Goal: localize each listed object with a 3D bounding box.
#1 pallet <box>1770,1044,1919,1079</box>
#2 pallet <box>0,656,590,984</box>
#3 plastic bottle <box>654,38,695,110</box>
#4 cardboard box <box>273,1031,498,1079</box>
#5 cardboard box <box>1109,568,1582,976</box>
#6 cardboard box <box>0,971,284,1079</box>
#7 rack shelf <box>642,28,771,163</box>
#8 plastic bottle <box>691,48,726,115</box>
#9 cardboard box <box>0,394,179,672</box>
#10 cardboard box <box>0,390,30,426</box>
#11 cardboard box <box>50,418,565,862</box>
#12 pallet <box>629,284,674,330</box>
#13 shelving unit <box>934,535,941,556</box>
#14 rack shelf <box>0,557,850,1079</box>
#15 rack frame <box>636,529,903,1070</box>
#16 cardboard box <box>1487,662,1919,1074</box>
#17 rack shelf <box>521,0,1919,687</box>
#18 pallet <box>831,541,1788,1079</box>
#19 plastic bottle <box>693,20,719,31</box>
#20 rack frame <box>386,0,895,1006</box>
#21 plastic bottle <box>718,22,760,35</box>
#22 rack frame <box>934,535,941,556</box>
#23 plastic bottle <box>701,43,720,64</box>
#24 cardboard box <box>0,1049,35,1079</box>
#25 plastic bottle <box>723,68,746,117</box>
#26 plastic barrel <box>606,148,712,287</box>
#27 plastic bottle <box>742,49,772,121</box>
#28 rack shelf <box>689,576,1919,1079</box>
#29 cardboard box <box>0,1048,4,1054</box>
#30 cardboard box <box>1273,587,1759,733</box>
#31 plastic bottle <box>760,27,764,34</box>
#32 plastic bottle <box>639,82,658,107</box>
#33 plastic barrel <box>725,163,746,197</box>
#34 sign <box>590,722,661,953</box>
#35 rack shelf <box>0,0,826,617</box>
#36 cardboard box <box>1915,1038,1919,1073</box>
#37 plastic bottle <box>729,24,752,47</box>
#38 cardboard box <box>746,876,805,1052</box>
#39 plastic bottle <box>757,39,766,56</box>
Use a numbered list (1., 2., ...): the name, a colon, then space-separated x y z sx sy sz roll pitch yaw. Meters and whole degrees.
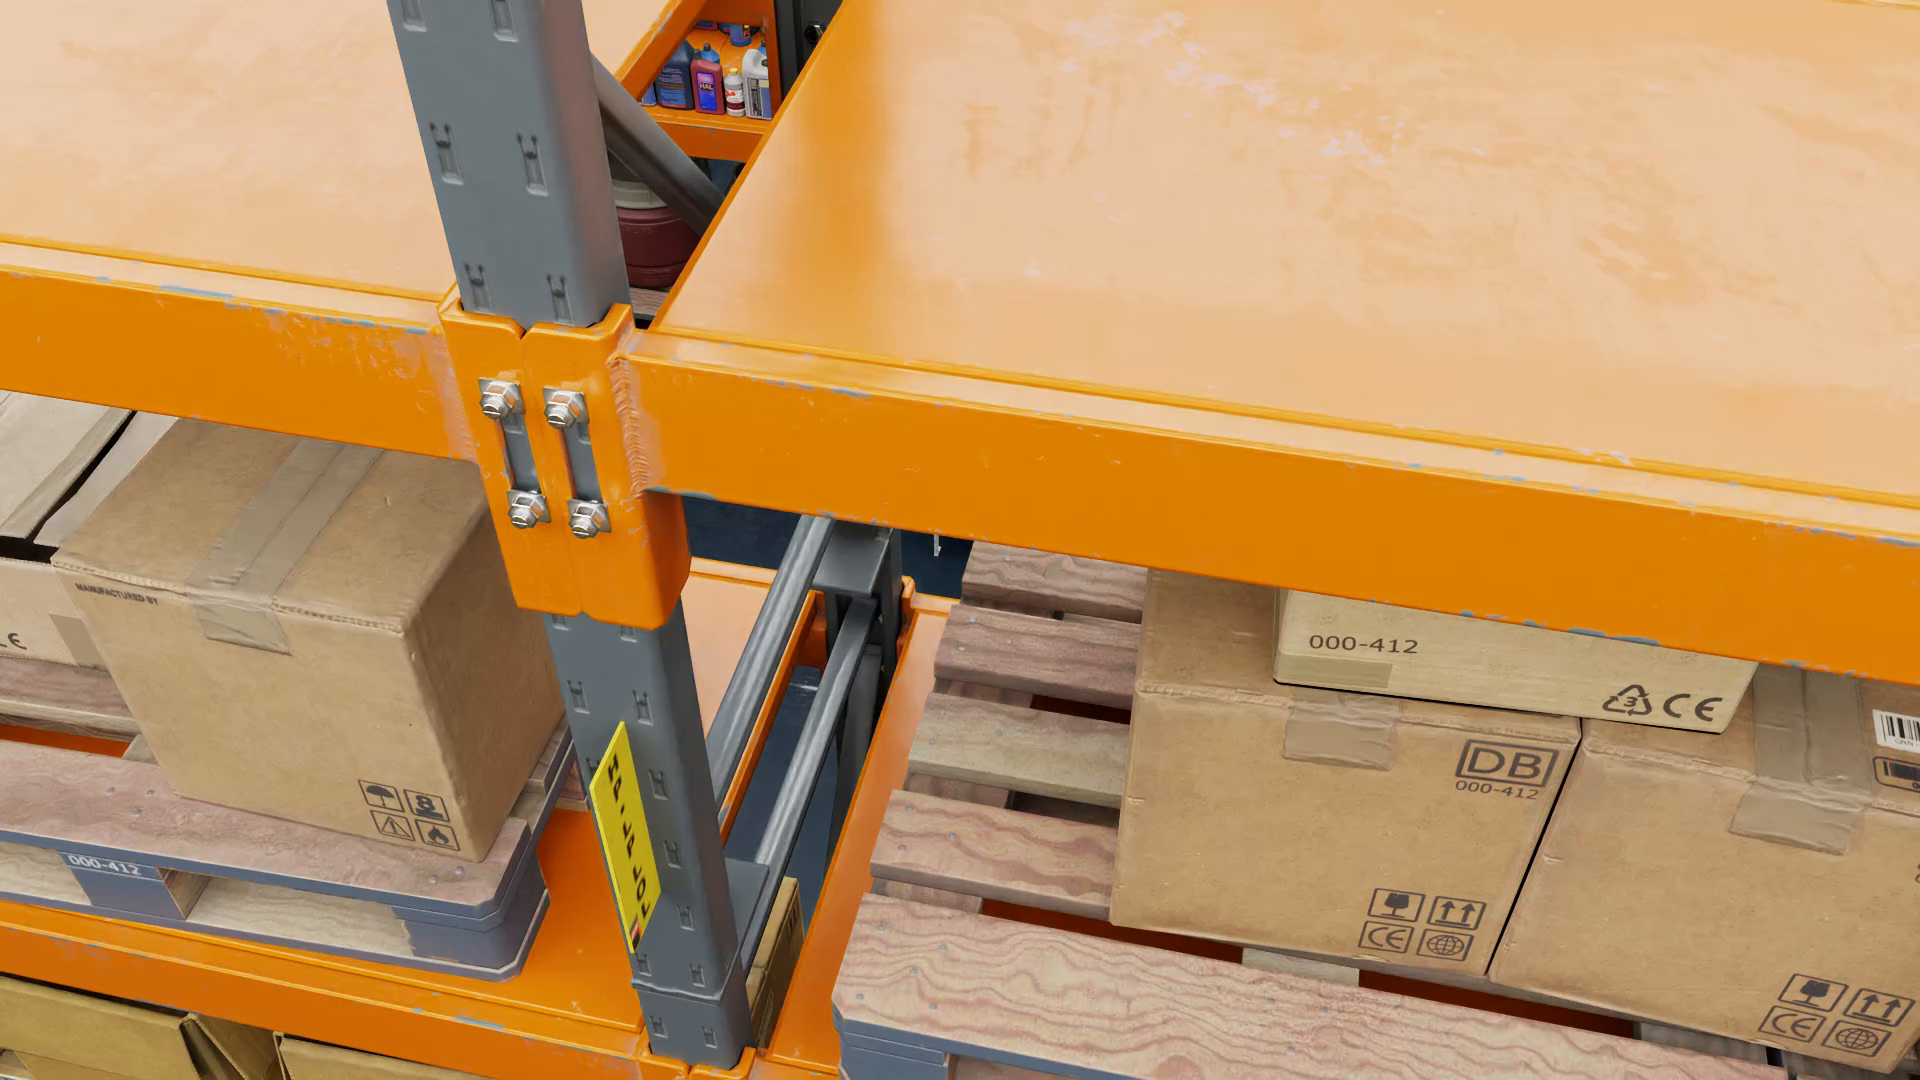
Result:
1. pallet: 1.709 0.628 2.296 1.213 0.211 1.003 9 45 9
2. pallet: -1.179 0.242 2.771 1.217 0.209 0.805 7 44 7
3. plastic bottle: -1.236 -2.060 7.222 0.185 0.351 0.144 9 45 9
4. cardboard box: -0.899 0.871 3.347 0.637 0.503 0.797 8 44 8
5. cardboard box: 0.503 0.133 2.299 0.500 0.500 0.700 6 44 7
6. cardboard box: -1.566 0.759 3.463 0.637 0.503 0.797 9 45 10
7. rack shelf: -1.144 -2.036 7.682 4.000 0.370 1.077 9 45 9
8. plastic bottle: -1.090 -1.983 7.191 0.133 0.283 0.061 9 45 9
9. cardboard box: -1.325 -0.068 2.716 0.500 0.311 0.500 7 44 8
10. cardboard box: -1.694 -0.109 2.876 0.250 0.149 0.380 7 44 7
11. cardboard box: -0.842 0.010 2.499 0.500 0.500 0.700 10 45 10
12. pallet: -1.131 -1.316 8.425 1.213 0.211 1.003 9 45 9
13. shelving unit: 0.162 -0.407 6.768 0.503 1.200 0.258 9 45 9
14. rack shelf: -2.226 0.235 3.159 4.000 0.370 1.077 9 45 9
15. rack frame: -0.274 1.359 3.635 0.127 3.000 1.000 9 45 9
16. cardboard box: 1.027 0.217 2.211 0.500 0.500 0.700 11 45 11
17. rack shelf: 1.678 -0.096 1.628 4.000 0.370 1.077 9 45 9
18. pallet: 0.522 0.441 2.489 1.213 0.211 1.003 9 45 9
19. plastic bottle: -1.195 -2.521 7.751 0.133 0.283 0.061 9 45 9
20. rack frame: -0.274 -0.802 1.555 0.127 3.000 1.000 9 45 9
21. plastic bottle: -1.036 -2.535 7.716 0.185 0.351 0.144 9 45 9
22. rack frame: -0.077 -0.444 6.806 0.015 1.200 0.240 9 45 9
23. plastic bottle: -1.090 -2.035 7.254 0.097 0.271 0.097 0 44 0
24. cardboard box: -1.783 1.283 3.642 0.500 0.500 0.500 8 45 9
25. plastic bottle: -0.973 -1.948 7.214 0.097 0.201 0.097 0 44 0
26. plastic barrel: -1.513 -1.647 8.195 0.708 0.588 0.600 9 45 9
27. plastic bottle: -0.854 -1.976 7.190 0.135 0.276 0.152 9 45 9
28. rack shelf: 1.678 0.840 2.530 4.000 0.370 1.077 9 45 9
29. cardboard box: -2.176 0.675 3.550 0.637 0.503 0.797 10 45 10
30. cardboard box: 0.642 -0.068 1.967 0.500 0.250 0.500 6 44 6
31. plastic bottle: -0.893 -2.500 7.738 0.097 0.271 0.097 0 44 0
32. plastic bottle: -1.391 -2.059 7.276 0.135 0.276 0.152 9 45 9
33. plastic barrel: -0.942 -1.595 8.195 0.421 0.512 0.421 0 44 0
34. sign: -0.383 0.347 1.923 0.005 0.325 0.100 9 45 9
35. rack shelf: -2.226 -0.702 2.257 4.000 0.370 1.077 9 45 9
36. cardboard box: 1.506 0.393 2.029 0.500 0.500 0.700 11 45 11
37. plastic bottle: -1.020 -2.418 7.652 0.097 0.271 0.097 0 44 0
38. cardboard box: -0.668 1.084 3.848 0.500 0.500 0.500 9 45 9
39. plastic bottle: -0.845 -2.062 7.282 0.097 0.271 0.097 0 44 0
